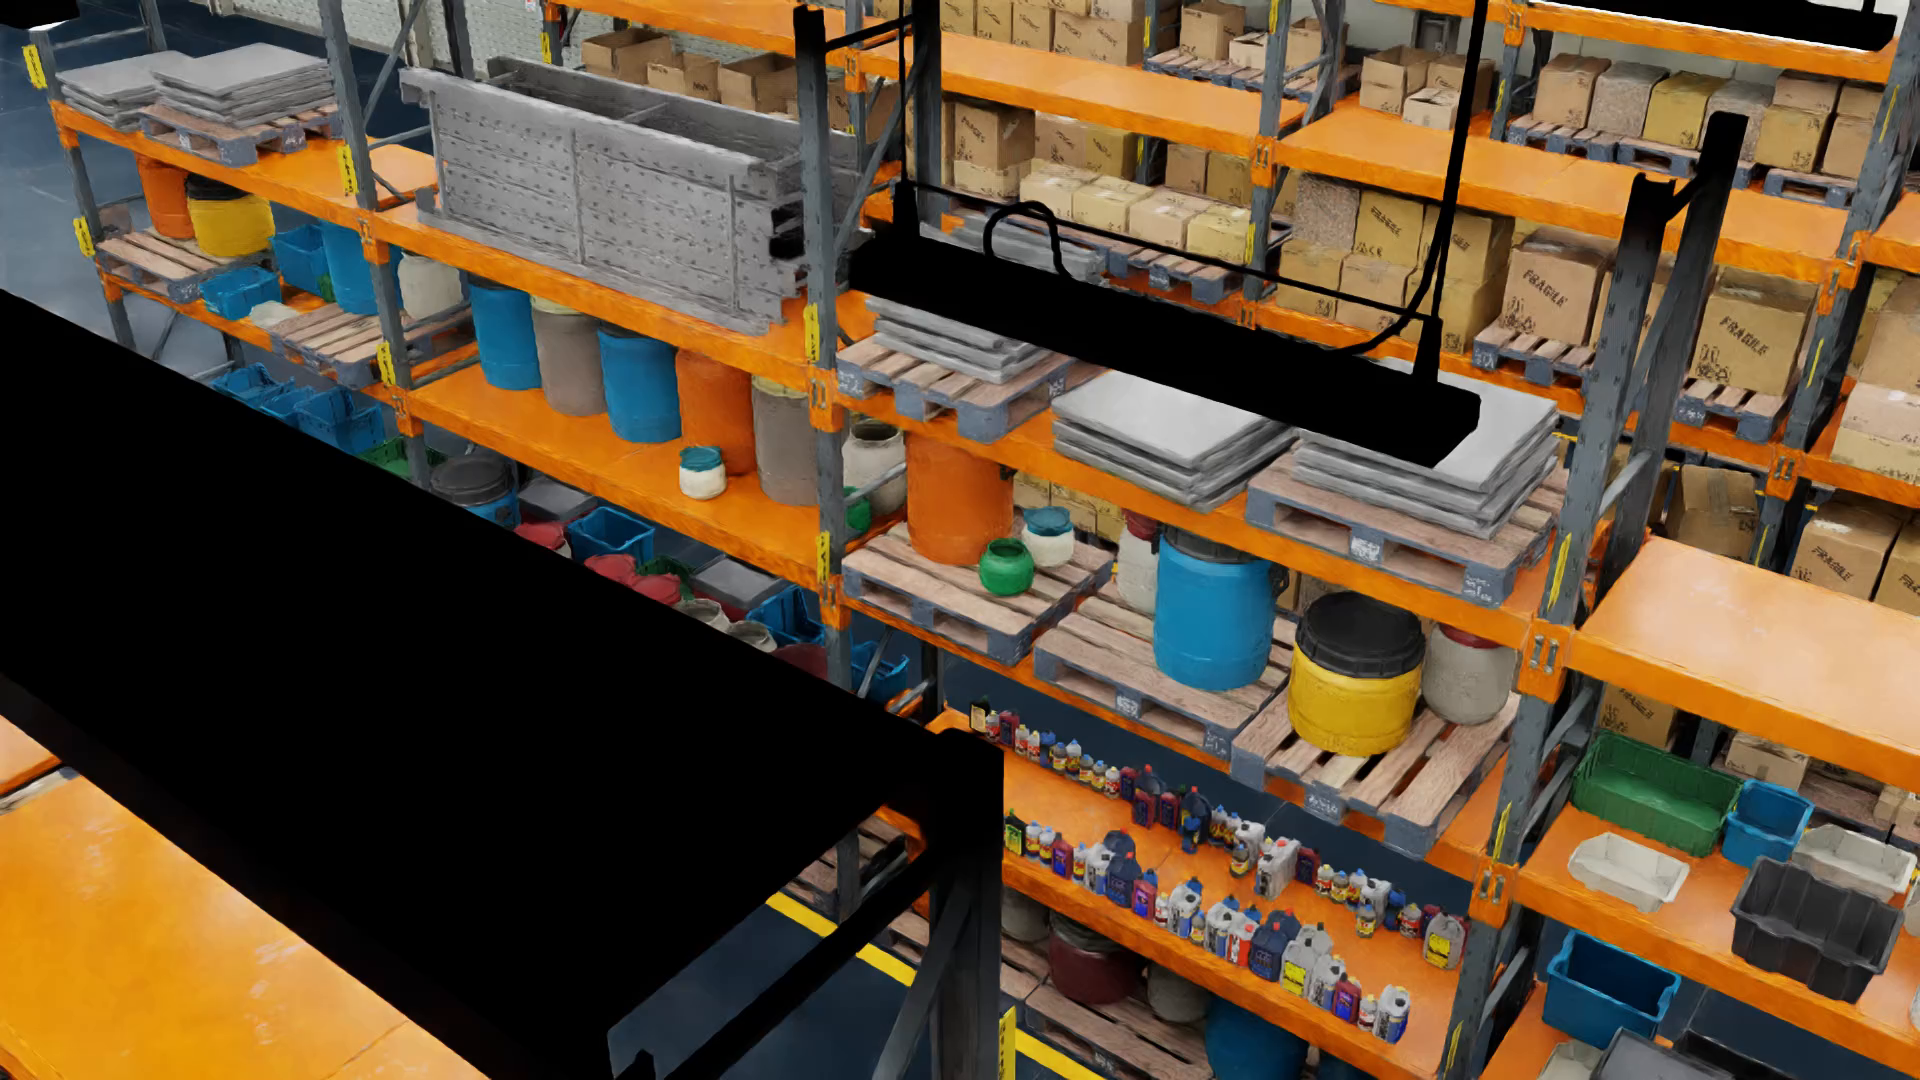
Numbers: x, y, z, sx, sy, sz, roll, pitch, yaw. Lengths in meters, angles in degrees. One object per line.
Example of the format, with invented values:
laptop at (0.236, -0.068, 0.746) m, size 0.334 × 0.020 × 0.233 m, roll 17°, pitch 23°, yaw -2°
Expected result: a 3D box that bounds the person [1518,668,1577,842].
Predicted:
person at (4.053, 1.324, 11.522) m, size 0.534 × 1.674 × 0.677 m, roll 20°, pitch 37°, yaw 29°
